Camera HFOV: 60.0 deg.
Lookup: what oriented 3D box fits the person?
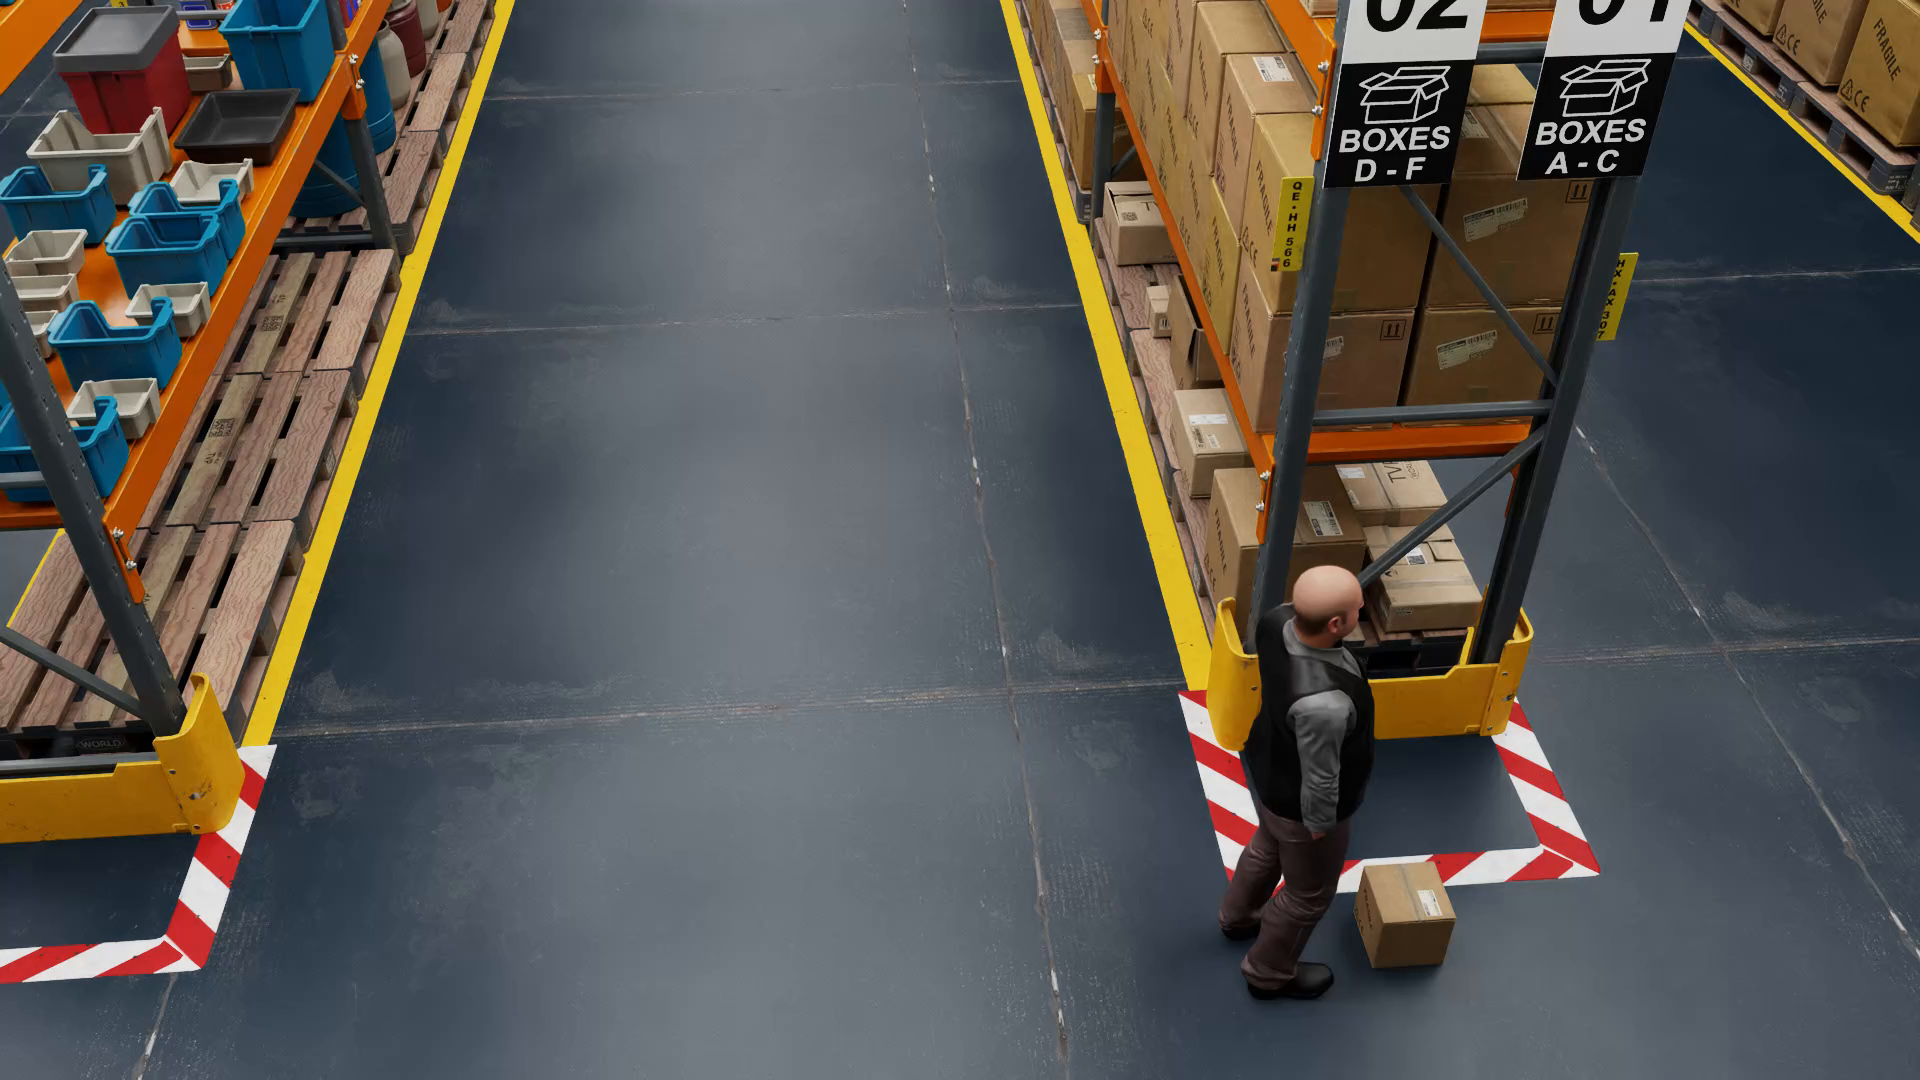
[{"bbox_3d":[1.078,0.758,5.243,0.360,1.719,0.532,-4,39,-5],"label":"person"}]
